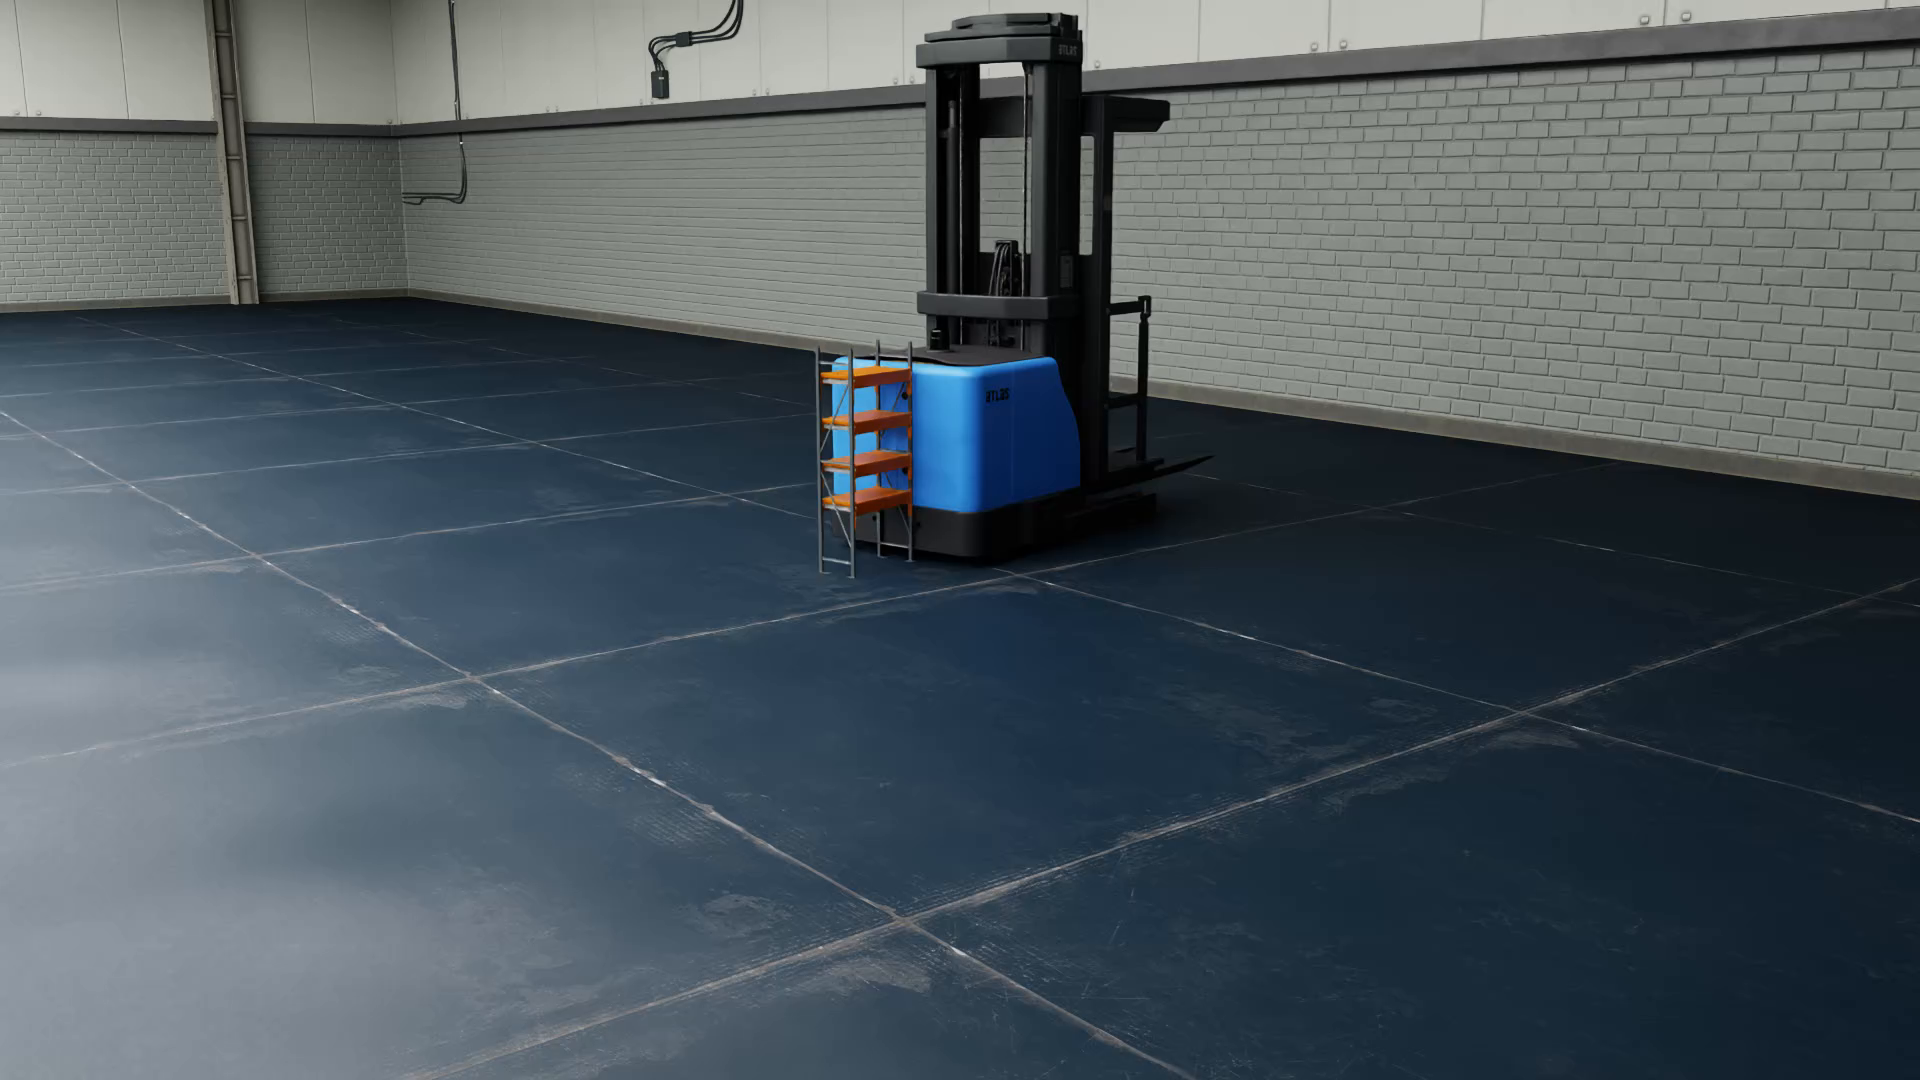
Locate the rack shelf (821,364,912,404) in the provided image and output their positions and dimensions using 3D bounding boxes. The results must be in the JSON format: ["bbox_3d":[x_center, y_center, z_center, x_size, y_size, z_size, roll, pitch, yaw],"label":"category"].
[{"bbox_3d":[-0.499,-0.821,8.716,0.258,0.148,0.480,9,15,35],"label":"rack shelf"}]

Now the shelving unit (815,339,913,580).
[{"bbox_3d":[-0.499,-0.437,8.798,0.258,1.200,0.503,9,15,35],"label":"shelving unit"}]

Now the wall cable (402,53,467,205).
[{"bbox_3d":[-9.414,-7.200,29.345,0.112,2.526,3.097,-9,15,-38],"label":"wall cable"}]

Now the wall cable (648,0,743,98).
[{"bbox_3d":[-3.496,-8.840,21.408,0.169,6.003,2.305,-9,15,-38],"label":"wall cable"}]

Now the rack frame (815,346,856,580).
[{"bbox_3d":[-0.643,-0.396,8.605,0.240,1.200,0.015,9,15,35],"label":"rack frame"}]

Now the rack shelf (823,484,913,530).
[{"bbox_3d":[-0.499,-0.177,8.853,0.258,0.148,0.480,9,15,35],"label":"rack shelf"}]

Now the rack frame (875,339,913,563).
[{"bbox_3d":[-0.354,-0.478,8.990,0.240,1.200,0.015,9,15,35],"label":"rack frame"}]

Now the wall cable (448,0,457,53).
[{"bbox_3d":[-7.724,-9.231,26.754,0.112,2.526,3.097,-9,15,-38],"label":"wall cable"}]

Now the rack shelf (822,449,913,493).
[{"bbox_3d":[-0.499,-0.371,8.812,0.258,0.148,0.480,9,15,35],"label":"rack shelf"}]

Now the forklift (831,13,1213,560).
[{"bbox_3d":[0.552,-1.581,10.016,1.130,2.935,3.031,9,15,35],"label":"forklift"}]

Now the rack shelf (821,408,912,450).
[{"bbox_3d":[-0.499,-0.590,8.765,0.258,0.148,0.480,9,15,35],"label":"rack shelf"}]

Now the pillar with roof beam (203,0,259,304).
[{"bbox_3d":[-9.851,-7.852,24.944,0.400,9.000,9.100,-9,15,-38],"label":"pillar with roof beam"}]
